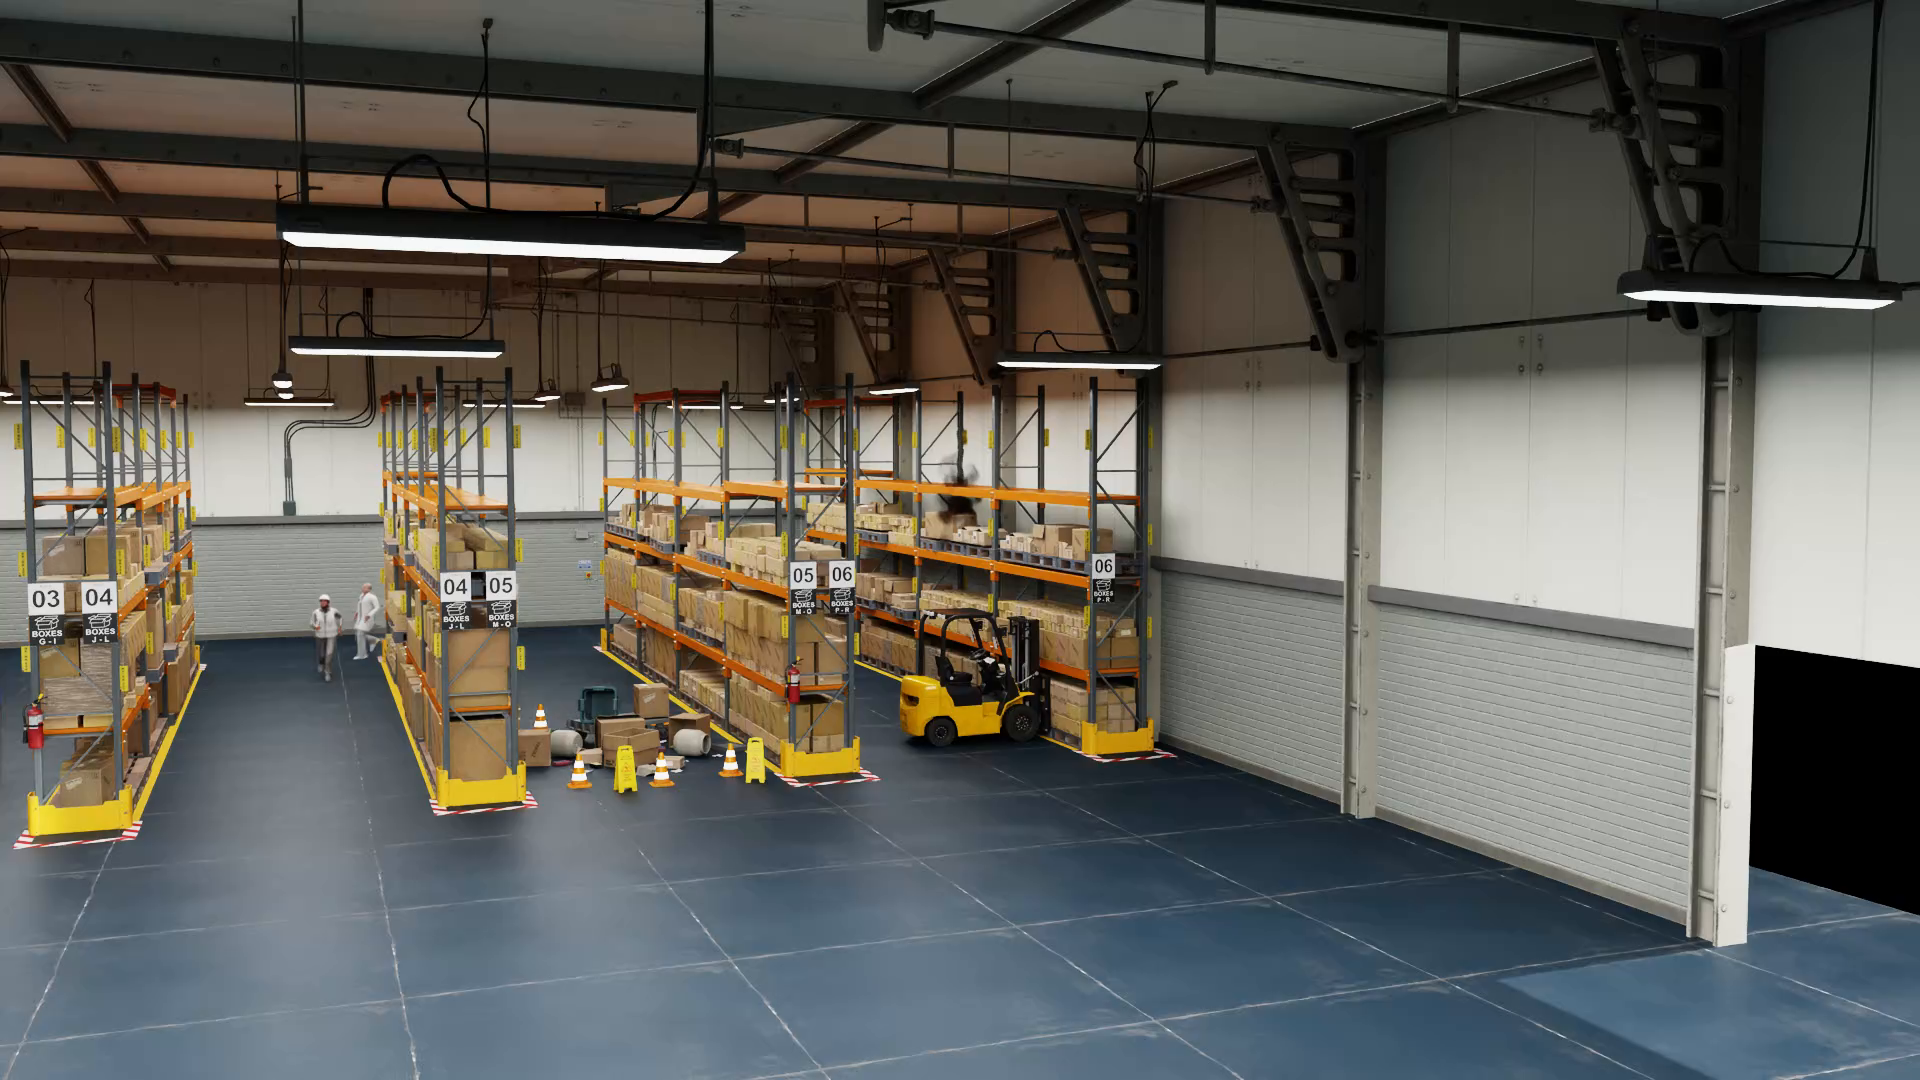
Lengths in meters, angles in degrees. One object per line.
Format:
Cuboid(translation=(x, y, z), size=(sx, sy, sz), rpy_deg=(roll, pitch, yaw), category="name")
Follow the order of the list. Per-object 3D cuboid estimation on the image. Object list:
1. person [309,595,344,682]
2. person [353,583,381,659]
Cuboid(translation=(-13.275, 2.026, 34.849), size=(0.669, 1.781, 0.951), rpy_deg=(-1, 4, -16), category="person")
Cuboid(translation=(-13.586, 1.865, 38.213), size=(0.755, 1.786, 0.756), rpy_deg=(2, 4, 35), category="person")
